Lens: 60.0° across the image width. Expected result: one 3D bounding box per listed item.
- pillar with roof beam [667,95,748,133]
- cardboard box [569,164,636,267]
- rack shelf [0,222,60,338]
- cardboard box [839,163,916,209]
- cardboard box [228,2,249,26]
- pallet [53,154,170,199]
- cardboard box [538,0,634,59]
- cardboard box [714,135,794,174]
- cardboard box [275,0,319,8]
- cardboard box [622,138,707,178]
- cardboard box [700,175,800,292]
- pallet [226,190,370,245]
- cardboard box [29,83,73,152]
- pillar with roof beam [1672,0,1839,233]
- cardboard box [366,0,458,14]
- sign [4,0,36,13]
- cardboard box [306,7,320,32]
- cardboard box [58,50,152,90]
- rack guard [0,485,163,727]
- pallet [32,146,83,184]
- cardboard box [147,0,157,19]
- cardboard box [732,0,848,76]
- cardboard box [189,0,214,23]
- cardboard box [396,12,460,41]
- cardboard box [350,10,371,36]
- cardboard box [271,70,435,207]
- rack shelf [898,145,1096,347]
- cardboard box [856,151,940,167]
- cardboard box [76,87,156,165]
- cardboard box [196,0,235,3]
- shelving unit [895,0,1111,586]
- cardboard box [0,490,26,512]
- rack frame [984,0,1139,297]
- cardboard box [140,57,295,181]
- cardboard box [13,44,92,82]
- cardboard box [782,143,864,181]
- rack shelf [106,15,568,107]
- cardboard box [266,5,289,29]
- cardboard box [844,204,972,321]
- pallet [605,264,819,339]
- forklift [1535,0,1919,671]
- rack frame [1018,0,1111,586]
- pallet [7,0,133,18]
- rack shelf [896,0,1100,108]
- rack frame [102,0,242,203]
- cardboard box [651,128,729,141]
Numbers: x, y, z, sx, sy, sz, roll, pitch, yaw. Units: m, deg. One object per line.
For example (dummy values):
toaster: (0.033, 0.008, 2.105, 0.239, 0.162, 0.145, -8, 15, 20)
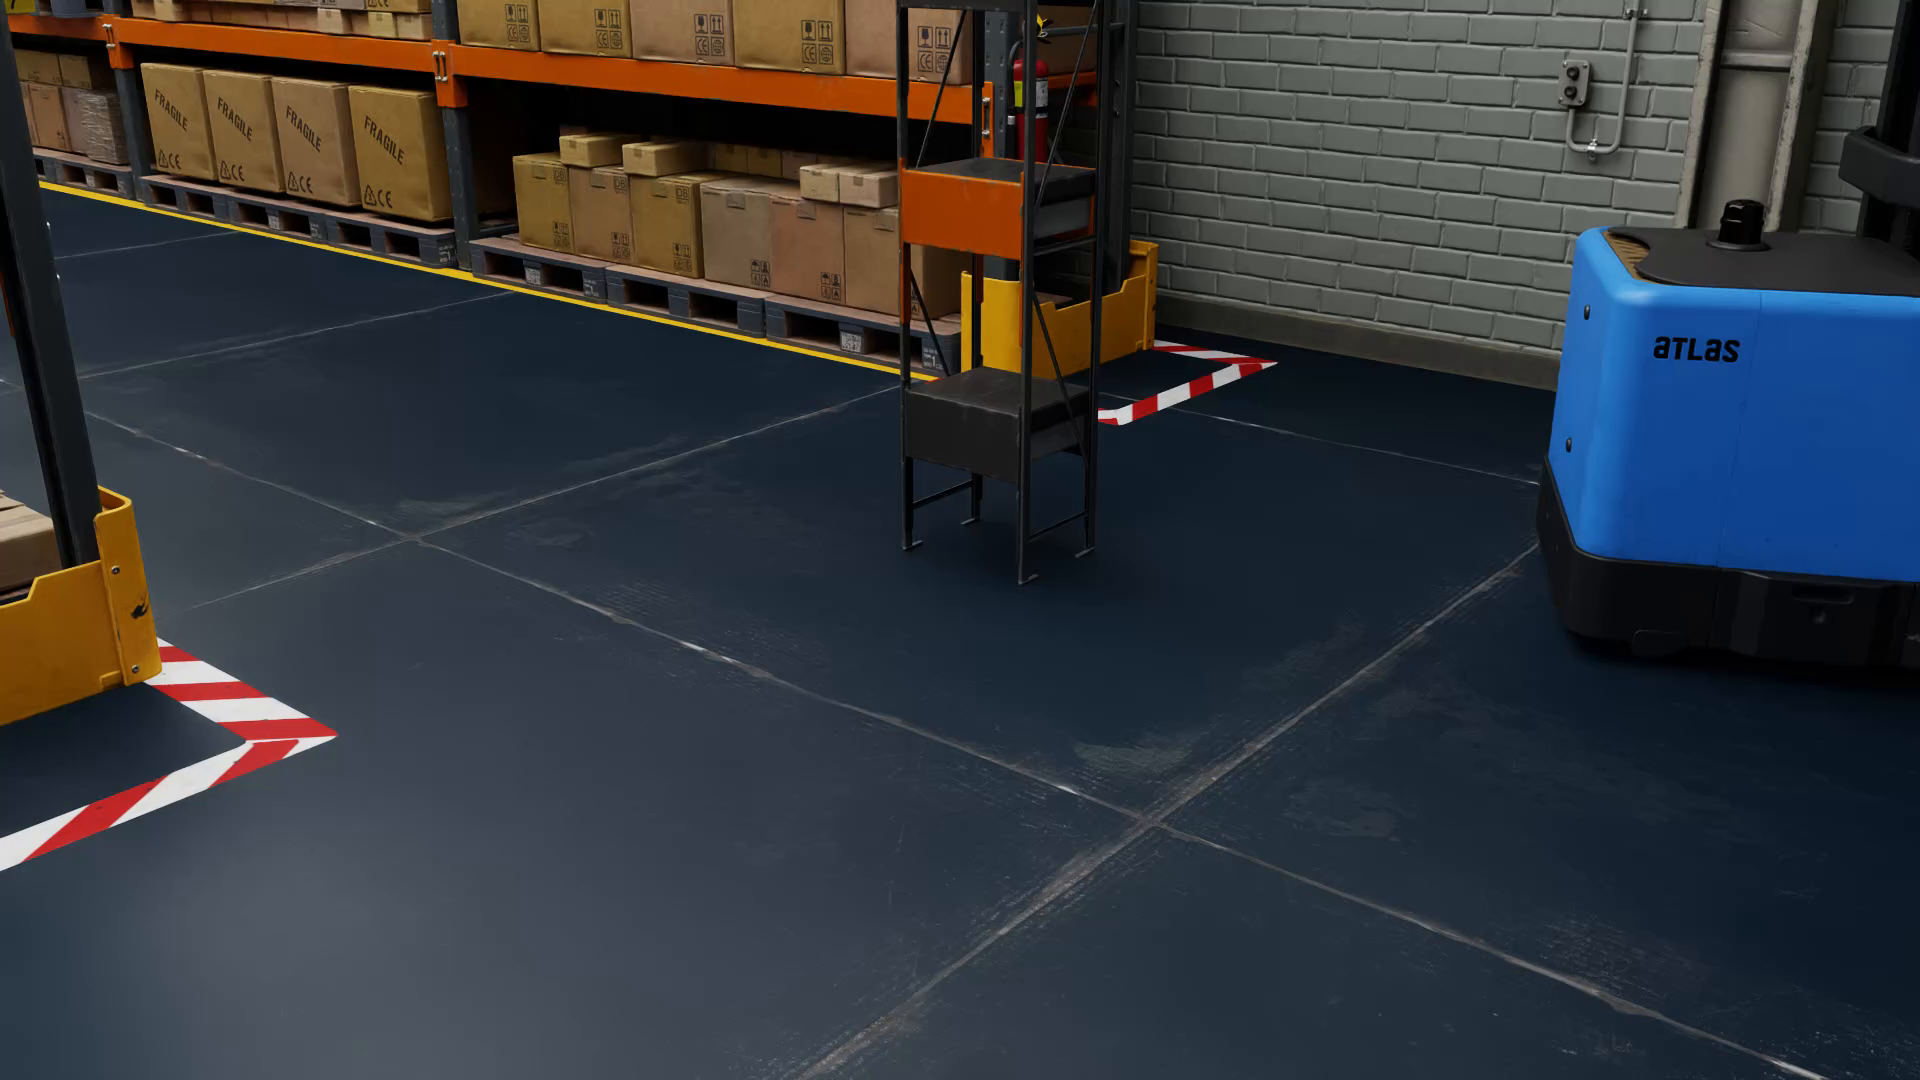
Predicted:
pillar with roof beam: (-4.269, -4.852, 5.782, 0.400, 9.000, 9.100, 16, 26, 36)
cardboard box: (-1.734, -1.861, 9.299, 0.500, 0.500, 0.700, 16, 26, 36)
rack shelf: (-4.216, -1.004, 5.099, 4.000, 0.370, 1.077, 16, 26, 36)
cardboard box: (-0.357, -1.688, 7.920, 0.250, 0.149, 0.380, 16, 26, 36)
cardboard box: (-4.612, -3.510, 11.052, 0.250, 0.149, 0.380, 17, 26, 37)
pallet: (-6.339, -2.904, 13.071, 1.213, 0.211, 1.003, 16, 26, 36)
cardboard box: (-1.664, -2.992, 8.927, 0.700, 0.700, 0.980, 15, 25, 35)
cardboard box: (-1.098, -2.074, 8.946, 0.250, 0.149, 0.380, 16, 26, 35)
cardboard box: (-3.938, -3.597, 10.363, 0.500, 0.500, 0.500, 16, 26, 36)
cardboard box: (-1.567, -2.035, 8.841, 0.250, 0.149, 0.380, 15, 25, 35)
cardboard box: (-0.920, -1.629, 8.684, 0.500, 0.500, 0.700, 15, 25, 35)
pallet: (-4.231, -2.261, 11.364, 1.213, 0.211, 1.003, 16, 26, 36)
cardboard box: (-7.054, -3.467, 13.529, 0.500, 0.500, 0.700, 16, 26, 36)
pillar with roof beam: (0.380, -3.514, 2.233, 0.400, 9.000, 9.100, 16, 26, 36)
cardboard box: (-3.153, -3.371, 9.765, 0.500, 0.500, 0.500, 16, 26, 35)
sign: (-2.323, -1.448, 4.030, 0.005, 0.325, 0.100, 16, 26, 36)
cardboard box: (-3.849, -3.267, 10.409, 0.250, 0.149, 0.380, 16, 26, 36)
cardboard box: (-6.727, -3.712, 13.117, 0.500, 0.250, 0.500, 17, 26, 37)
rack guard: (-2.725, 0.258, 4.275, 0.348, 0.500, 1.175, 16, 26, 36)
pallet: (-7.280, -3.177, 13.793, 1.213, 0.211, 1.003, 16, 26, 36)
cardboard box: (-5.436, -3.731, 11.638, 0.250, 0.149, 0.380, 17, 26, 37)
cardboard box: (-0.509, -2.660, 8.046, 0.700, 0.700, 0.980, 16, 26, 36)
cardboard box: (-5.011, -3.626, 11.360, 0.250, 0.149, 0.380, 16, 26, 36)
cardboard box: (-3.077, -3.032, 9.784, 0.250, 0.149, 0.380, 16, 26, 37)
cardboard box: (-3.459, -3.152, 10.102, 0.250, 0.149, 0.380, 17, 27, 38)
cardboard box: (-3.912, -2.639, 10.868, 0.750, 0.750, 0.750, 17, 27, 38)
rack shelf: (0.128, -0.933, 5.205, 0.480, 0.518, 0.431, 16, 26, 36)
cardboard box: (-0.312, -1.848, 8.346, 0.250, 0.149, 0.380, 16, 26, 36)
cardboard box: (-6.326, -3.217, 12.867, 0.500, 0.500, 0.700, 17, 26, 37)
cardboard box: (-4.737, -3.821, 10.958, 0.500, 0.500, 0.500, 16, 26, 36)
shelving unit: (0.128, -0.946, 5.200, 0.503, 2.100, 0.431, 16, 26, 36)
cardboard box: (-2.967, -0.018, 4.856, 0.250, 0.166, 0.380, 16, 26, 36)
rack frame: (0.463, -2.249, 7.382, 0.127, 3.000, 1.000, 16, 26, 36)
cardboard box: (-5.248, -3.025, 11.890, 0.750, 0.750, 0.750, 16, 26, 36)
cardboard box: (-7.504, -3.942, 13.726, 0.500, 0.250, 0.500, 15, 25, 35)
cardboard box: (-0.703, -1.961, 8.645, 0.250, 0.149, 0.380, 17, 26, 37)
rack shelf: (-4.185, -3.251, 11.059, 4.000, 0.370, 1.077, 16, 26, 36)
cardboard box: (-4.232, -3.390, 10.733, 0.250, 0.149, 0.380, 17, 27, 38)
cardboard box: (-0.142, -1.405, 8.091, 0.500, 0.500, 0.700, 16, 26, 36)
pallet: (-1.147, -1.374, 9.013, 1.213, 0.211, 1.003, 16, 26, 36)
forklift: (3.317, -1.089, 4.402, 3.031, 2.935, 1.130, 5, 21, 12)
rack frame: (0.317, -0.891, 5.055, 0.015, 2.100, 0.400, 16, 26, 36)
pallet: (-6.354, -4.074, 12.493, 1.003, 0.211, 1.213, 16, 26, 36)
rack shelf: (0.128, -1.588, 4.958, 0.480, 0.518, 0.431, 16, 26, 36)
rack frame: (-5.735, -4.034, 12.115, 0.127, 3.000, 1.000, 16, 26, 36)
cardboard box: (-1.494, -2.188, 9.248, 0.250, 0.149, 0.380, 15, 25, 35)
